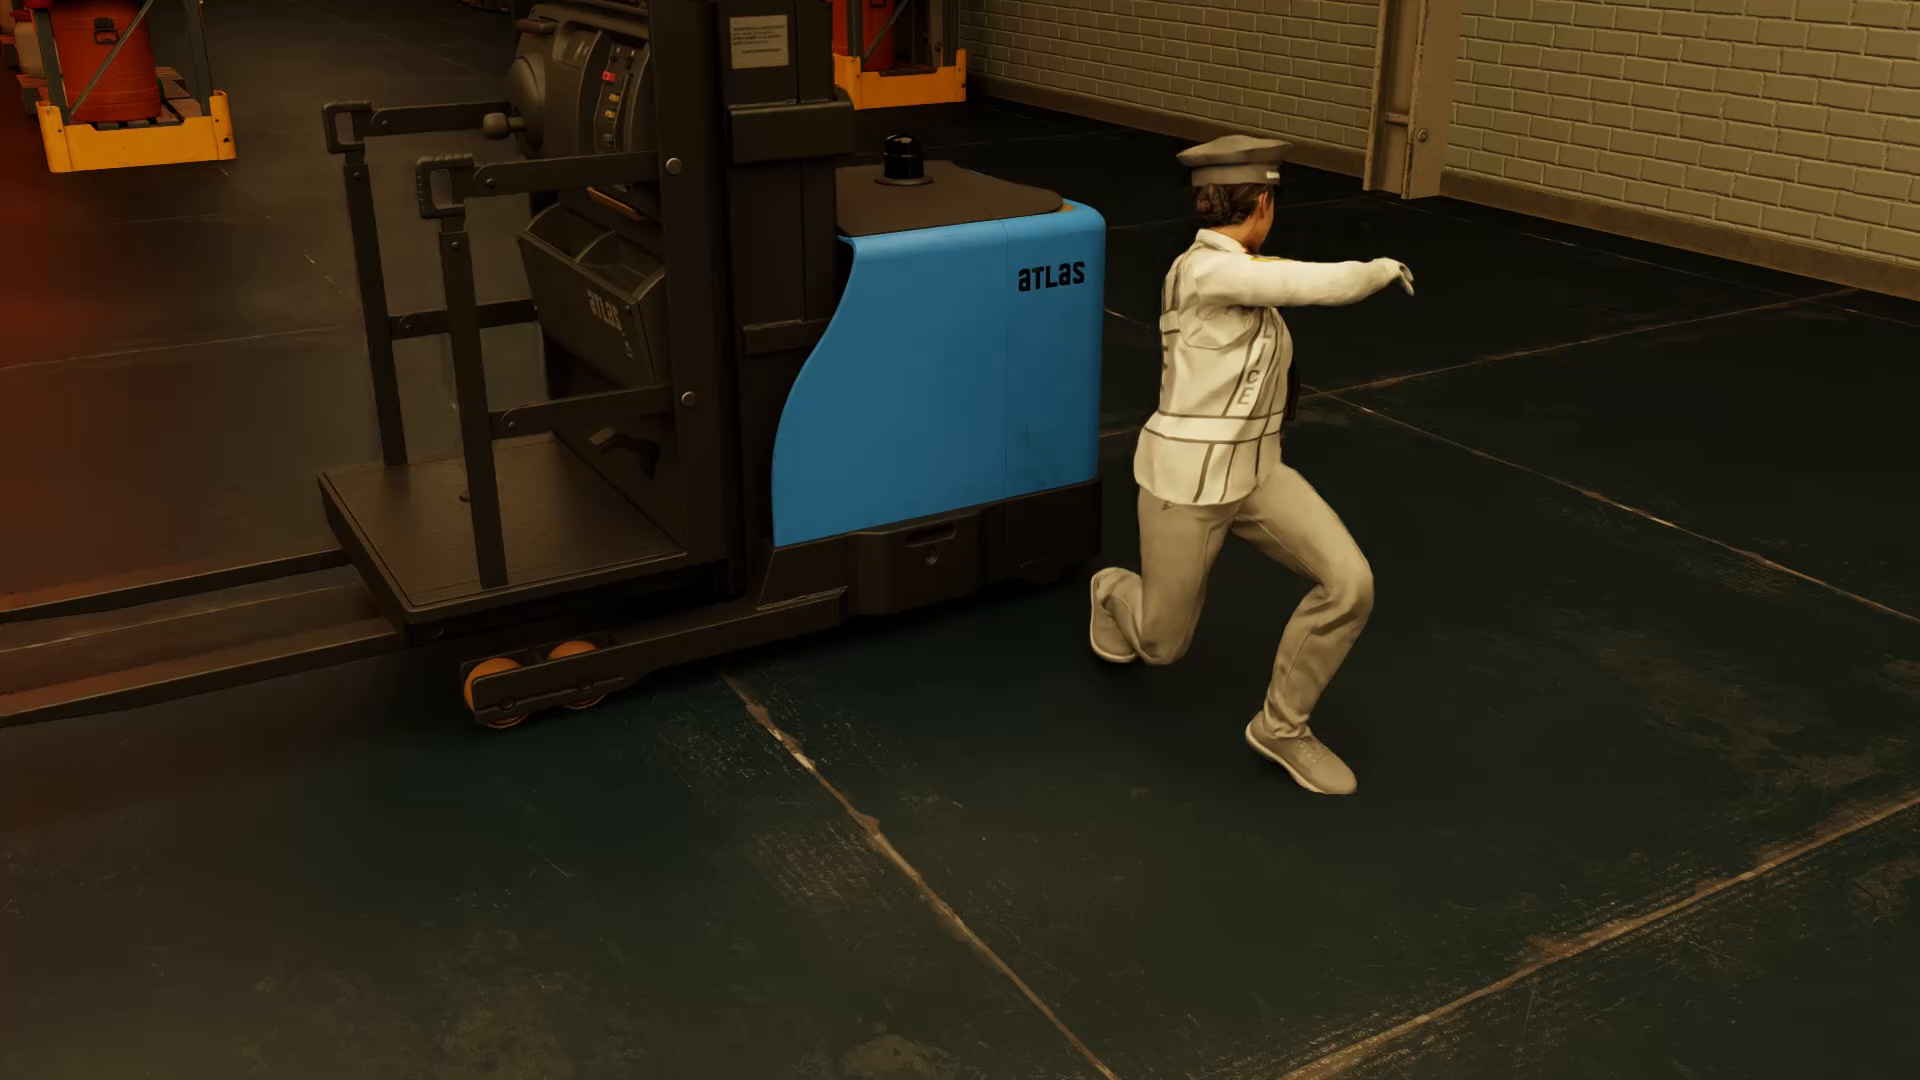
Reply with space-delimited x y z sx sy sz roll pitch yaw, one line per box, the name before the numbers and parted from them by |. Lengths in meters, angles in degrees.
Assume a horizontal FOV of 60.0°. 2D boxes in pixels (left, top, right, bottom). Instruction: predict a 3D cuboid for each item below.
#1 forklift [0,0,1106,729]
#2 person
forklift | -1.121 -1.129 4.025 3.031 2.935 1.130 -13 25 -28
person | 0.697 -0.235 3.915 0.744 1.412 0.938 -20 29 -39
